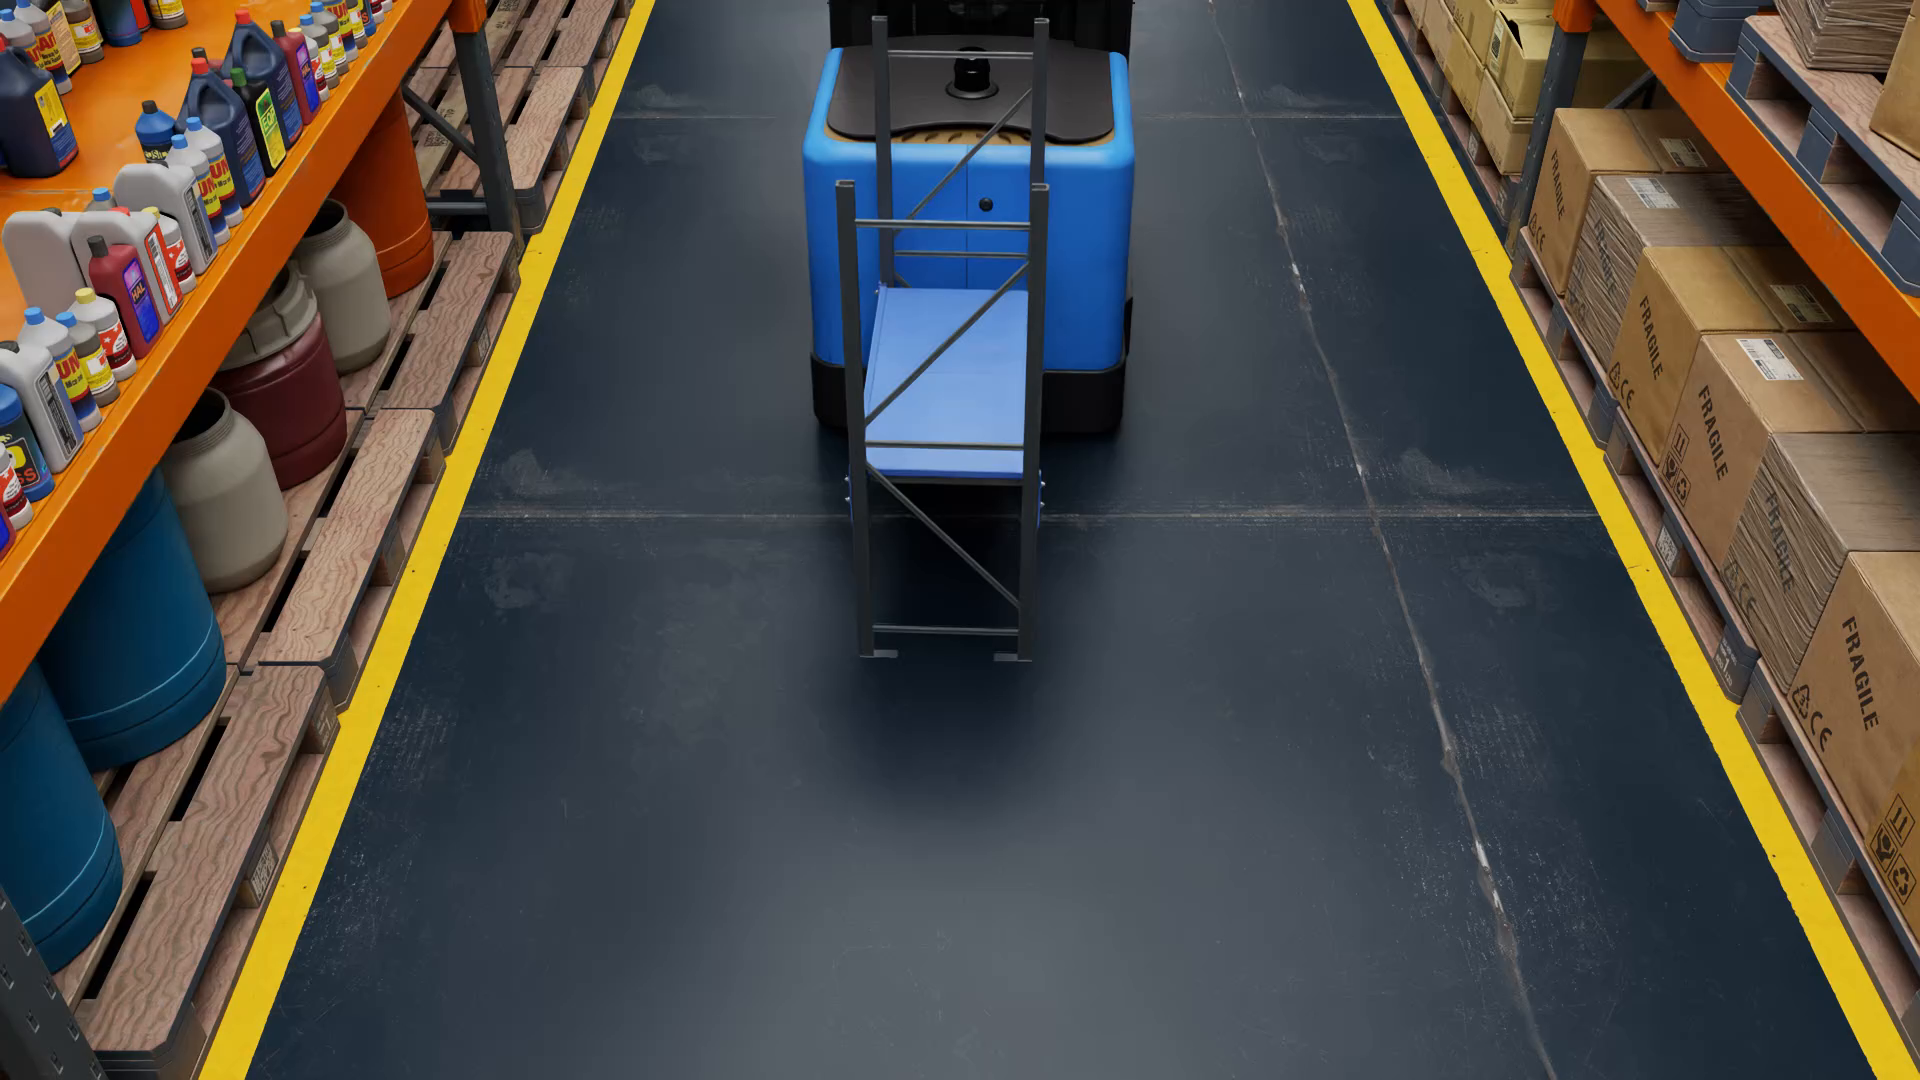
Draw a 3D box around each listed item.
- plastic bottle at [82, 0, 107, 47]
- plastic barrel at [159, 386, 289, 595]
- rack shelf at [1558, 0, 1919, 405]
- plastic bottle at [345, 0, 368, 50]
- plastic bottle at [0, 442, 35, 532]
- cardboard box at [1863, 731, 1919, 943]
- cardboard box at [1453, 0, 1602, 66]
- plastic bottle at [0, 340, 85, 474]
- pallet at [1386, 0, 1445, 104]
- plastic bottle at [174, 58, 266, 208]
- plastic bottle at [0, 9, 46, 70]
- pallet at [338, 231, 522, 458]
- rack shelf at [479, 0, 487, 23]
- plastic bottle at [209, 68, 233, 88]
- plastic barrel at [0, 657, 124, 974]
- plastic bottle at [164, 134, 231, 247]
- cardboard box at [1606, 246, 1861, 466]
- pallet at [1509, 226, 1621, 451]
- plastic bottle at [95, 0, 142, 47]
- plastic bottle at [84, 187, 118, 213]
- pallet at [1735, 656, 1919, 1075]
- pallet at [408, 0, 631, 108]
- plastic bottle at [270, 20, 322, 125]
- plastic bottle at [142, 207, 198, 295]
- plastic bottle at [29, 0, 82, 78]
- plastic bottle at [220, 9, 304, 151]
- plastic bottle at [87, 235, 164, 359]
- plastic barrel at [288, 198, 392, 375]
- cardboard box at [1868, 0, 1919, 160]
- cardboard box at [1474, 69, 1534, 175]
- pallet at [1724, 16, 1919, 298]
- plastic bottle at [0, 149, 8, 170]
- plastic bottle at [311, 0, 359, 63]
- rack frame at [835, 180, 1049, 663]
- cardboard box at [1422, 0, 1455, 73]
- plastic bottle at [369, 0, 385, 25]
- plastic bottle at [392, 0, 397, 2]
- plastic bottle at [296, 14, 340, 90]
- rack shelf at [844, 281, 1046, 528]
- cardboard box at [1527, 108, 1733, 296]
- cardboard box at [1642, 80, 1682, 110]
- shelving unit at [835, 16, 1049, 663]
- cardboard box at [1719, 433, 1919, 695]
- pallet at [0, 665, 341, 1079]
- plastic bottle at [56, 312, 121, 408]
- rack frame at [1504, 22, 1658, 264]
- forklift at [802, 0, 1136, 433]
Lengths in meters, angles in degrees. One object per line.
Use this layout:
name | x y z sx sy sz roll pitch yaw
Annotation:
plastic bottle | -2.624 -1.621 4.967 0.061 0.283 0.133 0 39 0
plastic barrel | -2.147 -0.138 4.677 0.421 0.512 0.421 0 39 0
rack shelf | 2.699 -0.780 4.400 1.077 0.370 4.000 0 39 0
plastic bottle | -1.847 -1.581 4.983 0.097 0.201 0.097 0 39 0
plastic bottle | -1.844 -0.116 3.155 0.097 0.201 0.097 0 39 0
cardboard box | 2.414 0.686 3.643 0.500 0.500 0.500 0 39 0
cardboard box | 2.443 -2.273 7.103 0.500 0.311 0.500 -1 39 -1
plastic bottle | -1.872 -0.279 3.298 0.152 0.276 0.135 0 39 0
pallet | 2.737 -2.499 8.200 1.003 0.211 1.213 0 39 0
plastic bottle | -1.869 -1.025 4.170 0.144 0.351 0.185 0 39 0
plastic bottle | -2.605 -1.339 4.625 0.097 0.271 0.097 0 39 0
pallet | -2.214 -0.729 5.991 1.003 0.211 1.213 0 39 0
rack shelf | -2.259 -3.280 7.520 1.077 0.370 4.000 0 39 0
plastic bottle | -1.888 -1.098 4.315 0.061 0.283 0.133 0 39 0
plastic barrel | -2.235 0.506 3.562 0.600 0.901 0.708 0 39 0
plastic bottle | -1.845 -0.845 4.008 0.097 0.271 0.097 0 39 0
cardboard box | 2.413 -0.582 5.224 0.500 0.500 0.500 -1 39 -1
pallet | 2.660 -0.756 6.025 1.003 0.211 1.213 0 39 0
plastic bottle | -2.545 -1.627 4.985 0.097 0.271 0.097 0 39 0
plastic bottle | -1.997 -0.733 3.925 0.097 0.201 0.097 0 39 0
pallet | 2.663 0.770 4.121 1.003 0.211 1.213 0 39 0
pallet | -2.217 -2.467 8.160 1.003 0.211 1.213 0 39 0
plastic bottle | -1.828 -1.297 4.563 0.061 0.283 0.133 0 39 0
plastic bottle | -1.845 -0.672 3.849 0.097 0.201 0.097 0 39 0
plastic bottle | -2.624 -1.476 4.787 0.061 0.283 0.133 0 39 0
plastic bottle | -1.869 -1.224 4.418 0.144 0.351 0.185 0 39 0
plastic bottle | -1.827 -0.548 3.629 0.061 0.283 0.133 0 39 0
plastic barrel | -2.149 -0.844 5.558 0.421 0.512 0.421 0 39 0
cardboard box | 2.638 -1.118 3.830 0.700 0.500 0.500 -9 40 -11
cardboard box | 2.452 -1.731 6.874 0.500 0.250 0.500 1 39 1
pallet | 2.704 -1.020 4.278 1.003 0.211 1.213 0 39 0
plastic bottle | -2.578 -1.124 4.353 0.152 0.276 0.135 0 39 0
plastic bottle | -1.847 -1.547 4.885 0.097 0.271 0.097 0 39 0
rack frame | -0.041 -0.245 4.356 0.500 1.500 0.032 1 39 2
cardboard box | 2.451 -2.368 7.669 0.500 0.250 0.500 1 39 1
plastic bottle | -1.847 -1.703 5.135 0.097 0.201 0.097 0 39 0
plastic bottle | -1.829 -1.868 5.275 0.061 0.283 0.133 0 39 0
plastic bottle | -1.846 -1.398 4.755 0.097 0.201 0.097 0 39 0
rack shelf | -0.020 -0.422 4.865 0.538 0.185 1.000 1 39 2
cardboard box | 2.412 -1.223 6.024 0.500 0.500 0.500 2 39 2
cardboard box | 2.990 -1.949 6.698 0.500 0.311 0.500 1 39 1
shelving unit | -0.020 -0.563 4.753 0.538 1.500 1.048 1 39 2
cardboard box | 2.422 0.063 4.420 0.500 0.500 0.500 0 39 1
pallet | -2.211 0.797 4.087 1.003 0.211 1.213 0 39 0
plastic bottle | -1.845 -0.383 3.488 0.097 0.201 0.097 0 39 0
rack frame | 2.697 -2.311 5.735 1.000 3.000 0.127 0 39 0
forklift | 0.084 -2.404 5.906 1.130 2.935 3.031 1 39 2
